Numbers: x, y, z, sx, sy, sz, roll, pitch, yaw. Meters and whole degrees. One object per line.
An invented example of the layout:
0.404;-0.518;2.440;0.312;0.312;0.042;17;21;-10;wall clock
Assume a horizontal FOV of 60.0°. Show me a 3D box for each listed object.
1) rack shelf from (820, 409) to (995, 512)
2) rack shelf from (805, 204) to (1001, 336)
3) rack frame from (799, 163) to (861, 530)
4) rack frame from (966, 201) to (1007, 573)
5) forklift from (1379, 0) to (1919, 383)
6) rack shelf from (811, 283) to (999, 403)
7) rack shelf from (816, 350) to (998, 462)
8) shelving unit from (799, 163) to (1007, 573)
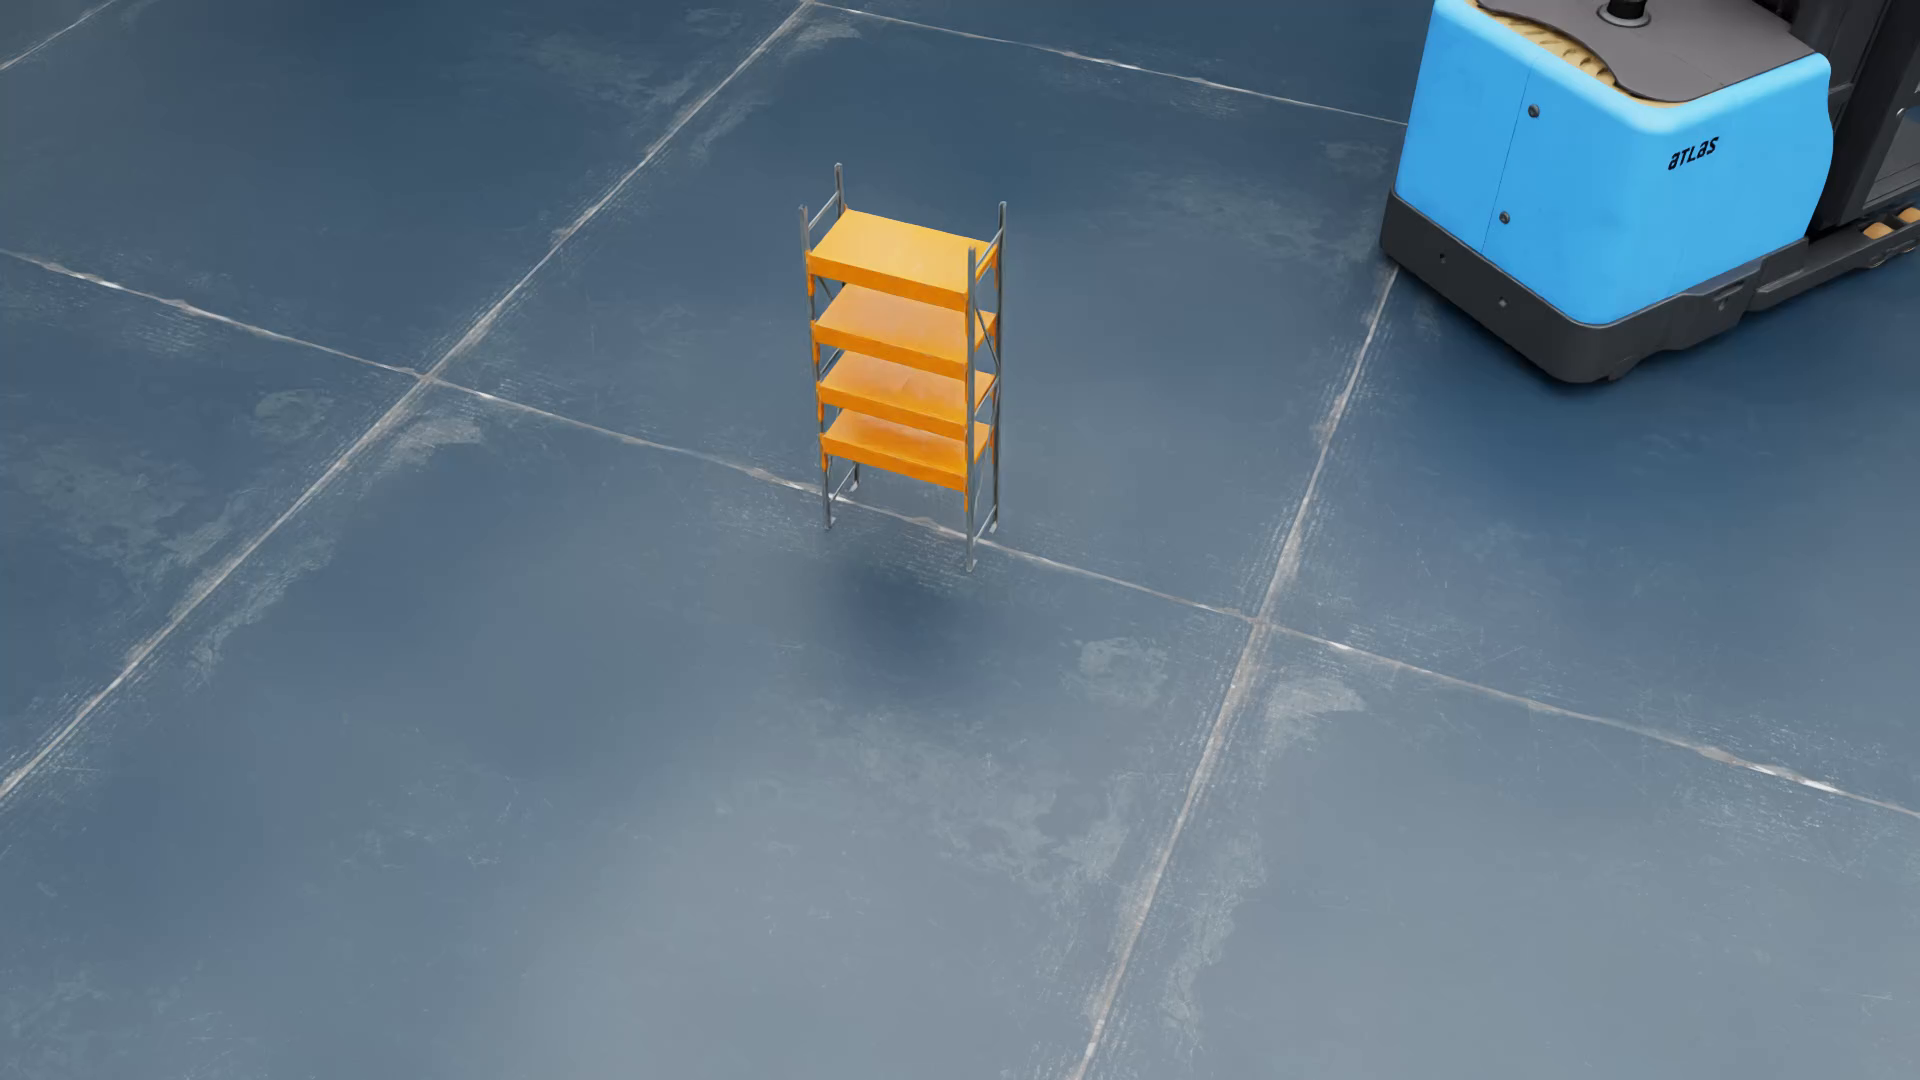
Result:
-0.153;-0.282;5.059;0.480;0.148;0.258;16;47;16;rack shelf
-0.153;-0.749;4.595;0.480;0.148;0.258;16;47;16;rack shelf
-0.378;-0.537;4.939;0.015;1.200;0.240;16;47;16;rack frame
0.072;-0.404;4.805;0.015;1.200;0.240;16;47;16;rack frame
3.108;-2.363;5.547;3.031;2.935;1.130;-23;49;-22;forklift
-0.153;-0.581;4.762;0.480;0.148;0.258;16;47;16;rack shelf
-0.153;-0.423;4.919;0.480;0.148;0.258;16;47;16;rack shelf
-0.153;-0.470;4.872;0.503;1.200;0.258;16;47;16;shelving unit
